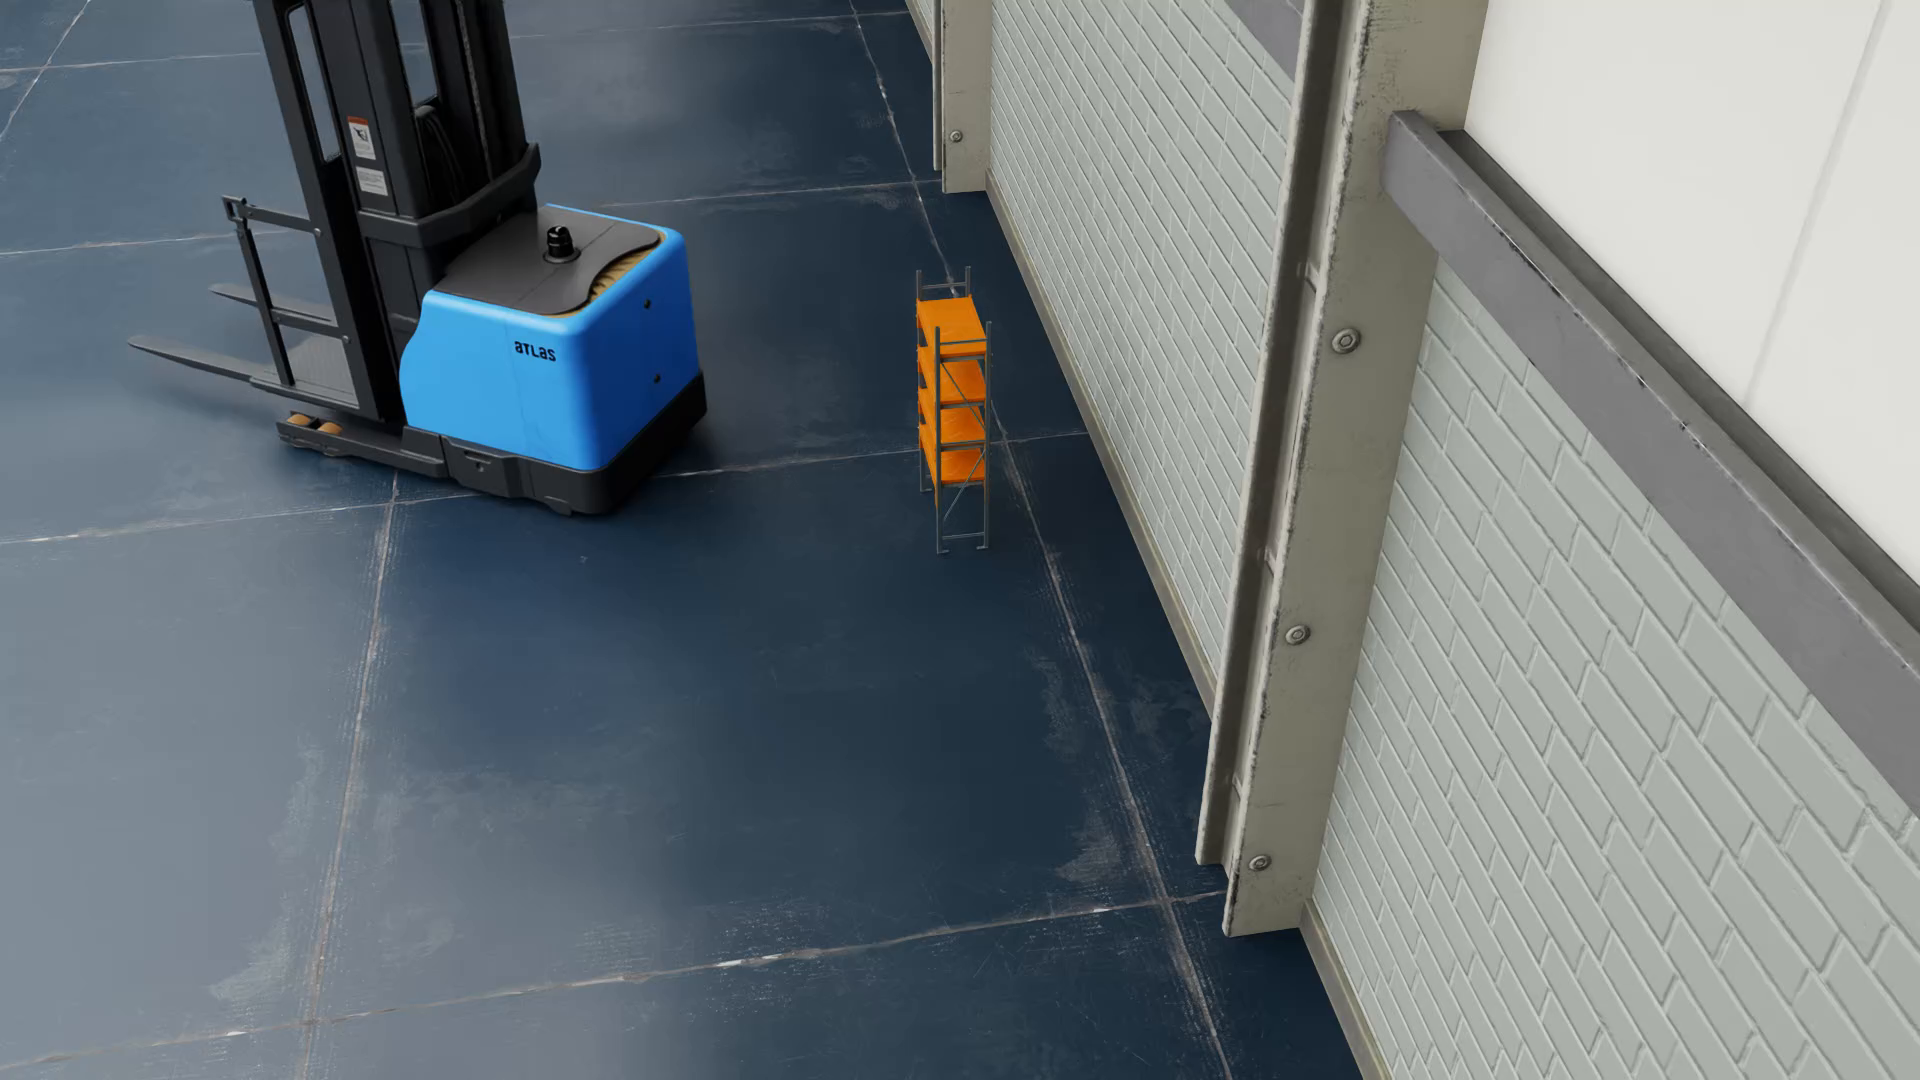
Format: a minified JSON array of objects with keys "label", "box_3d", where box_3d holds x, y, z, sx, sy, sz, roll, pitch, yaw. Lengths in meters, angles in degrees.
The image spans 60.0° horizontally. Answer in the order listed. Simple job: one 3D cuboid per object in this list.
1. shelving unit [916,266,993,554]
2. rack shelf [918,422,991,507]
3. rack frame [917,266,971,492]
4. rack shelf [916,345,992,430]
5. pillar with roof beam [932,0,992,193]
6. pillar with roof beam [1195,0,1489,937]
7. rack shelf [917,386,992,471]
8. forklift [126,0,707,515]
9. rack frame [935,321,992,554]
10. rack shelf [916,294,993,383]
[{"label":"shelving unit","box_3d":[-0.029,-0.574,7.511,0.258,1.200,0.503,-6,38,-8]},{"label":"rack shelf","box_3d":[-0.029,-0.364,7.674,0.258,0.148,0.480,-6,38,-8]},{"label":"rack frame","box_3d":[-0.072,-0.721,7.700,0.240,1.200,0.015,-6,38,-8]},{"label":"rack shelf","box_3d":[-0.029,-0.697,7.415,0.258,0.148,0.480,-6,38,-8]},{"label":"pillar with roof beam","box_3d":[-4.225,-5.434,7.410,9.100,9.000,0.400,-6,38,-8]},{"label":"pillar with roof beam","box_3d":[-3.173,-1.810,2.745,9.100,9.000,0.400,-6,38,-8]},{"label":"rack shelf","box_3d":[-0.029,-0.521,7.552,0.258,0.148,0.480,-6,38,-8]},{"label":"forklift","box_3d":[-2.857,-1.856,7.750,3.031,2.935,1.130,14,40,18]},{"label":"rack frame","box_3d":[0.014,-0.426,7.321,0.240,1.200,0.015,-6,38,-8]},{"label":"rack shelf","box_3d":[-0.029,-0.884,7.270,0.258,0.148,0.480,-6,38,-8]}]
